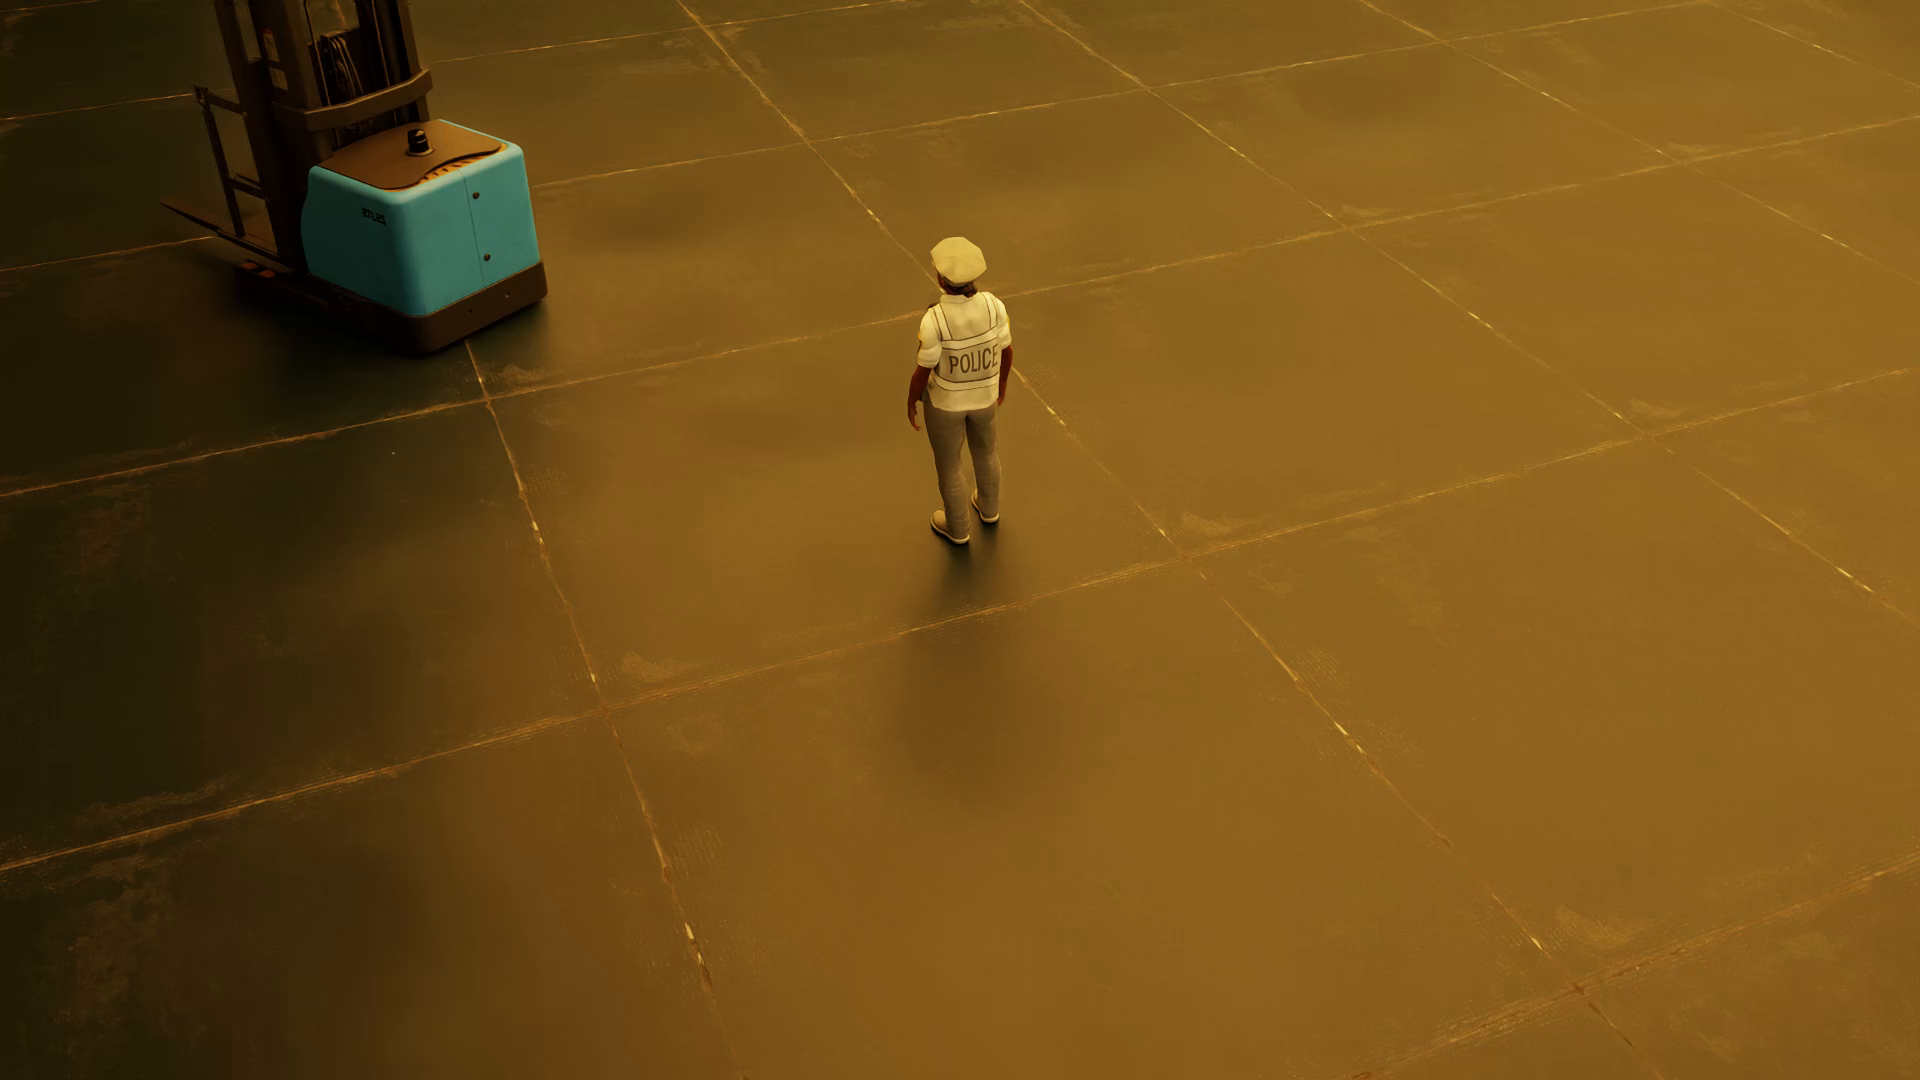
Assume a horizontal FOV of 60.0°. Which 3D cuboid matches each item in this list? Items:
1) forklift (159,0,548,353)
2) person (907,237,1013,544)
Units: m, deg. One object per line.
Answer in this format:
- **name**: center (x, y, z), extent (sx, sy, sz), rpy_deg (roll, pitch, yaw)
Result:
- **forklift**: center (-4.153, -3.013, 10.335), extent (3.031, 2.935, 1.130), rpy_deg (23, 41, 29)
- **person**: center (-0.011, -0.741, 8.195), extent (0.569, 1.695, 0.530), rpy_deg (-14, 38, -19)
